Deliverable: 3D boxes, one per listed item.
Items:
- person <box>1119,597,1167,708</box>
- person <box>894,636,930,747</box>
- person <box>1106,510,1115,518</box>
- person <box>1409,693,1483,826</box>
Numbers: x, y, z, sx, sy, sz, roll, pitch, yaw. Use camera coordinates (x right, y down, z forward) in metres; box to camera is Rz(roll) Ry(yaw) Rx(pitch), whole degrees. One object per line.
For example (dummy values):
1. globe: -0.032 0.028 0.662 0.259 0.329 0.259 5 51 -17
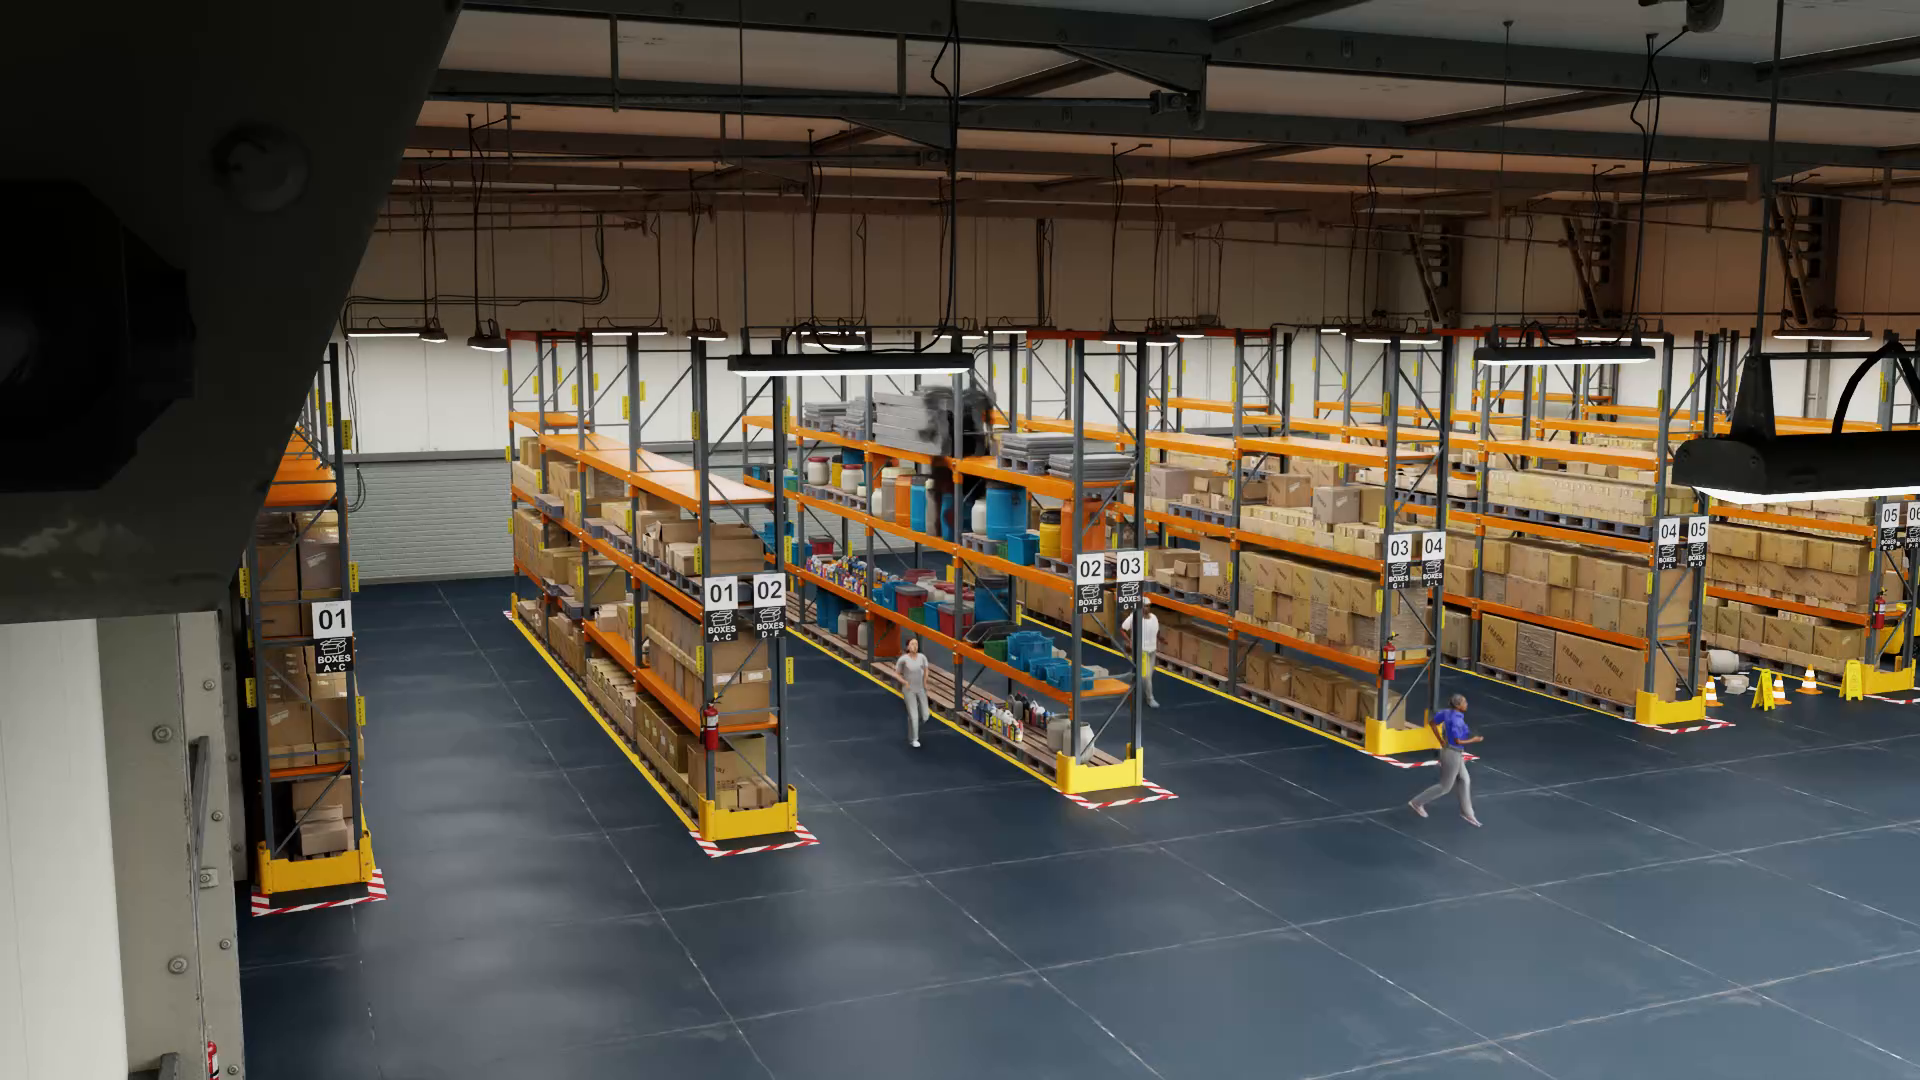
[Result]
1. person: 2.980 1.796 27.105 0.700 1.762 0.881 -5 9 -33
2. person: -0.689 2.214 24.416 0.561 1.620 0.588 -3 8 -22
3. person: 3.699 -0.073 41.182 0.524 1.614 0.682 -7 11 -43
4. person: 6.044 2.734 20.615 0.910 1.706 0.580 1 8 8
